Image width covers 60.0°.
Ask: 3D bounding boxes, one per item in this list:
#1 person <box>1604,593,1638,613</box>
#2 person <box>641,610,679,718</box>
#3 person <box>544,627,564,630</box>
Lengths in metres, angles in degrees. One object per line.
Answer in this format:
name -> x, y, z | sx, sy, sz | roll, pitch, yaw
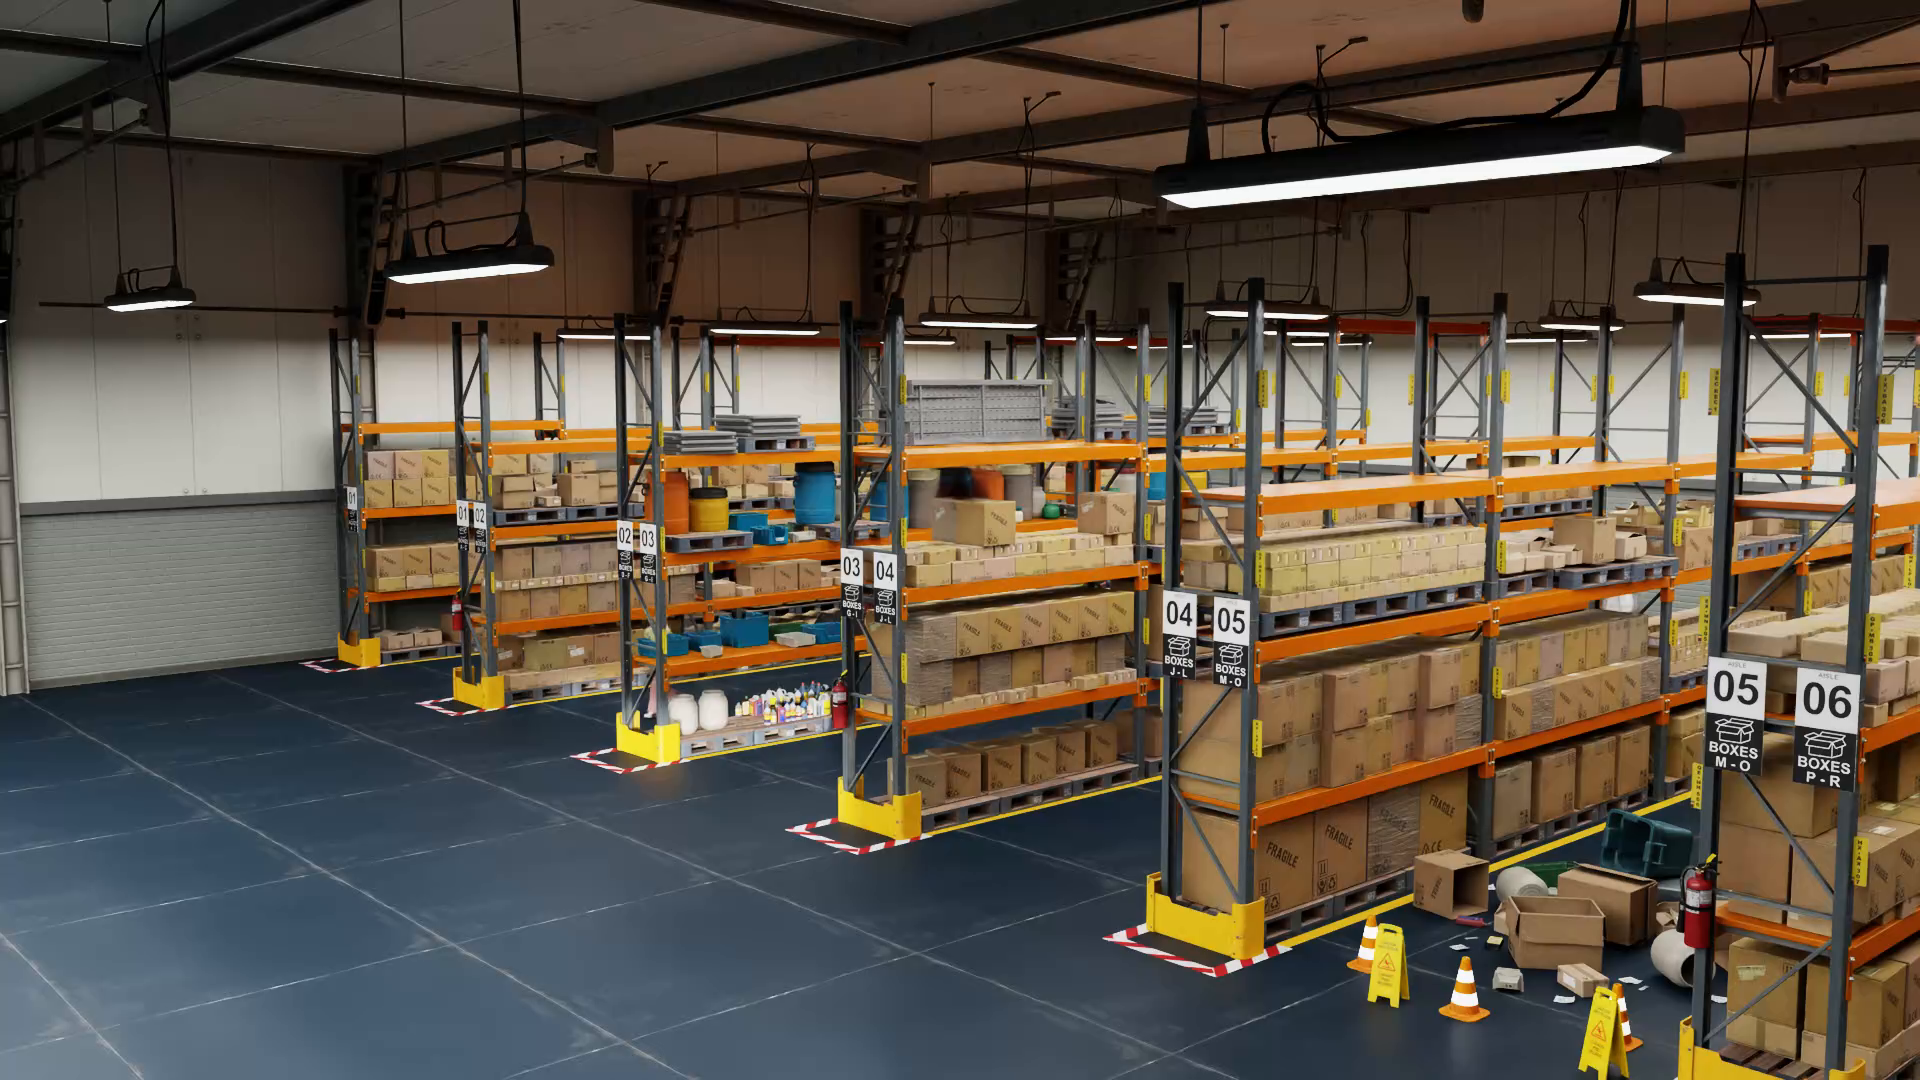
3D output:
person -> 11.945, 1.317, 30.071 | 0.568, 1.799, 0.394 | 1, 6, 15
person -> -4.571, 1.849, 25.315 | 0.432, 1.621, 0.914 | 4, 7, 32
person -> -7.100, 1.413, 29.102 | 0.643, 1.696, 1.056 | 4, 7, 36
